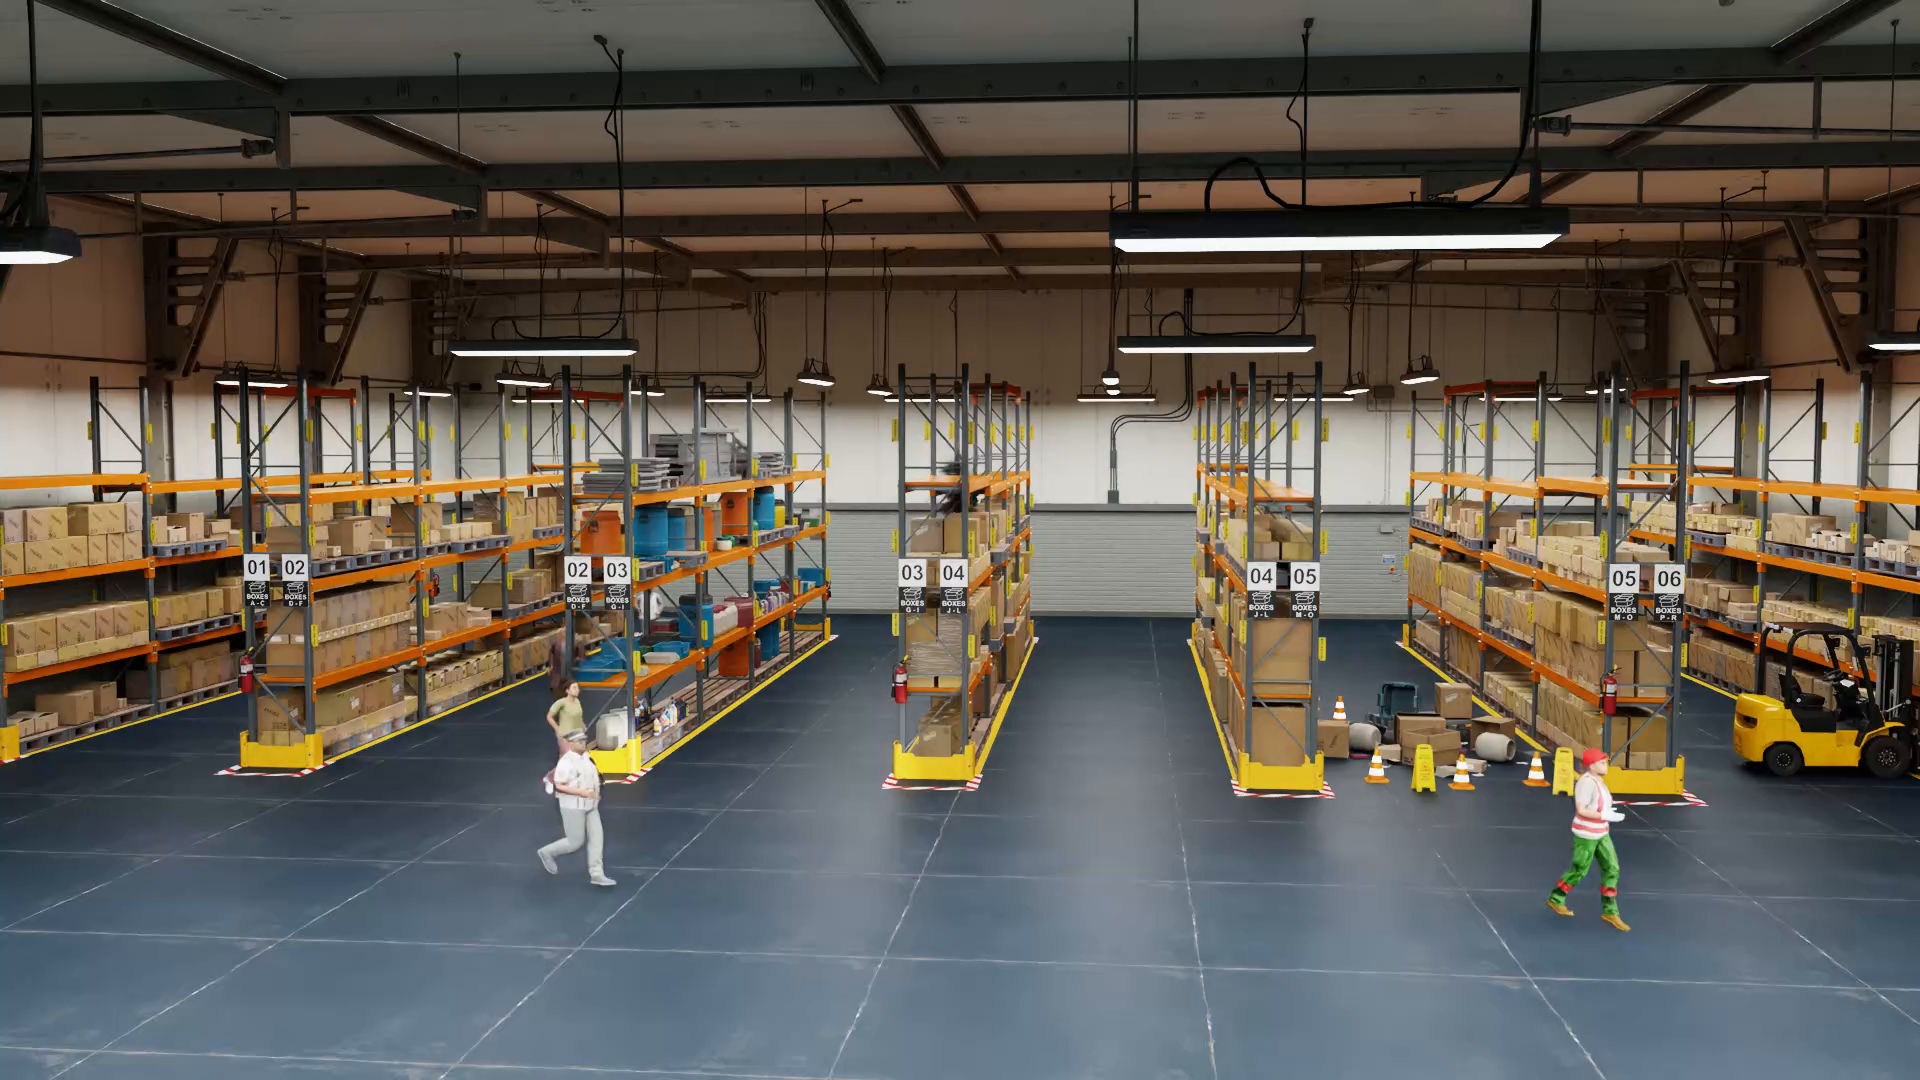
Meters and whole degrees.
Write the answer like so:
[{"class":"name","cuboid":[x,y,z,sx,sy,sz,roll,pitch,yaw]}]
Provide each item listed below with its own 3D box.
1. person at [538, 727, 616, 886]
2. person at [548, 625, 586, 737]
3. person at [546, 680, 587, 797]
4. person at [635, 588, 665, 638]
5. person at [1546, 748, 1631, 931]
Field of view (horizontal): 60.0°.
[{"class":"person","cuboid":[-4.214,2.933,18.378,0.945,1.748,0.665,2,4,22]},{"class":"person","cuboid":[-6.559,2.332,27.759,0.672,1.847,0.847,0,4,0]},{"class":"person","cuboid":[-5.398,2.725,22.893,0.528,1.621,0.605,2,4,31]},{"class":"person","cuboid":[-6.929,1.756,37.023,0.651,1.726,0.583,0,4,-2]},{"class":"person","cuboid":[6.381,3.024,16.901,0.823,1.831,0.639,4,5,44]}]
